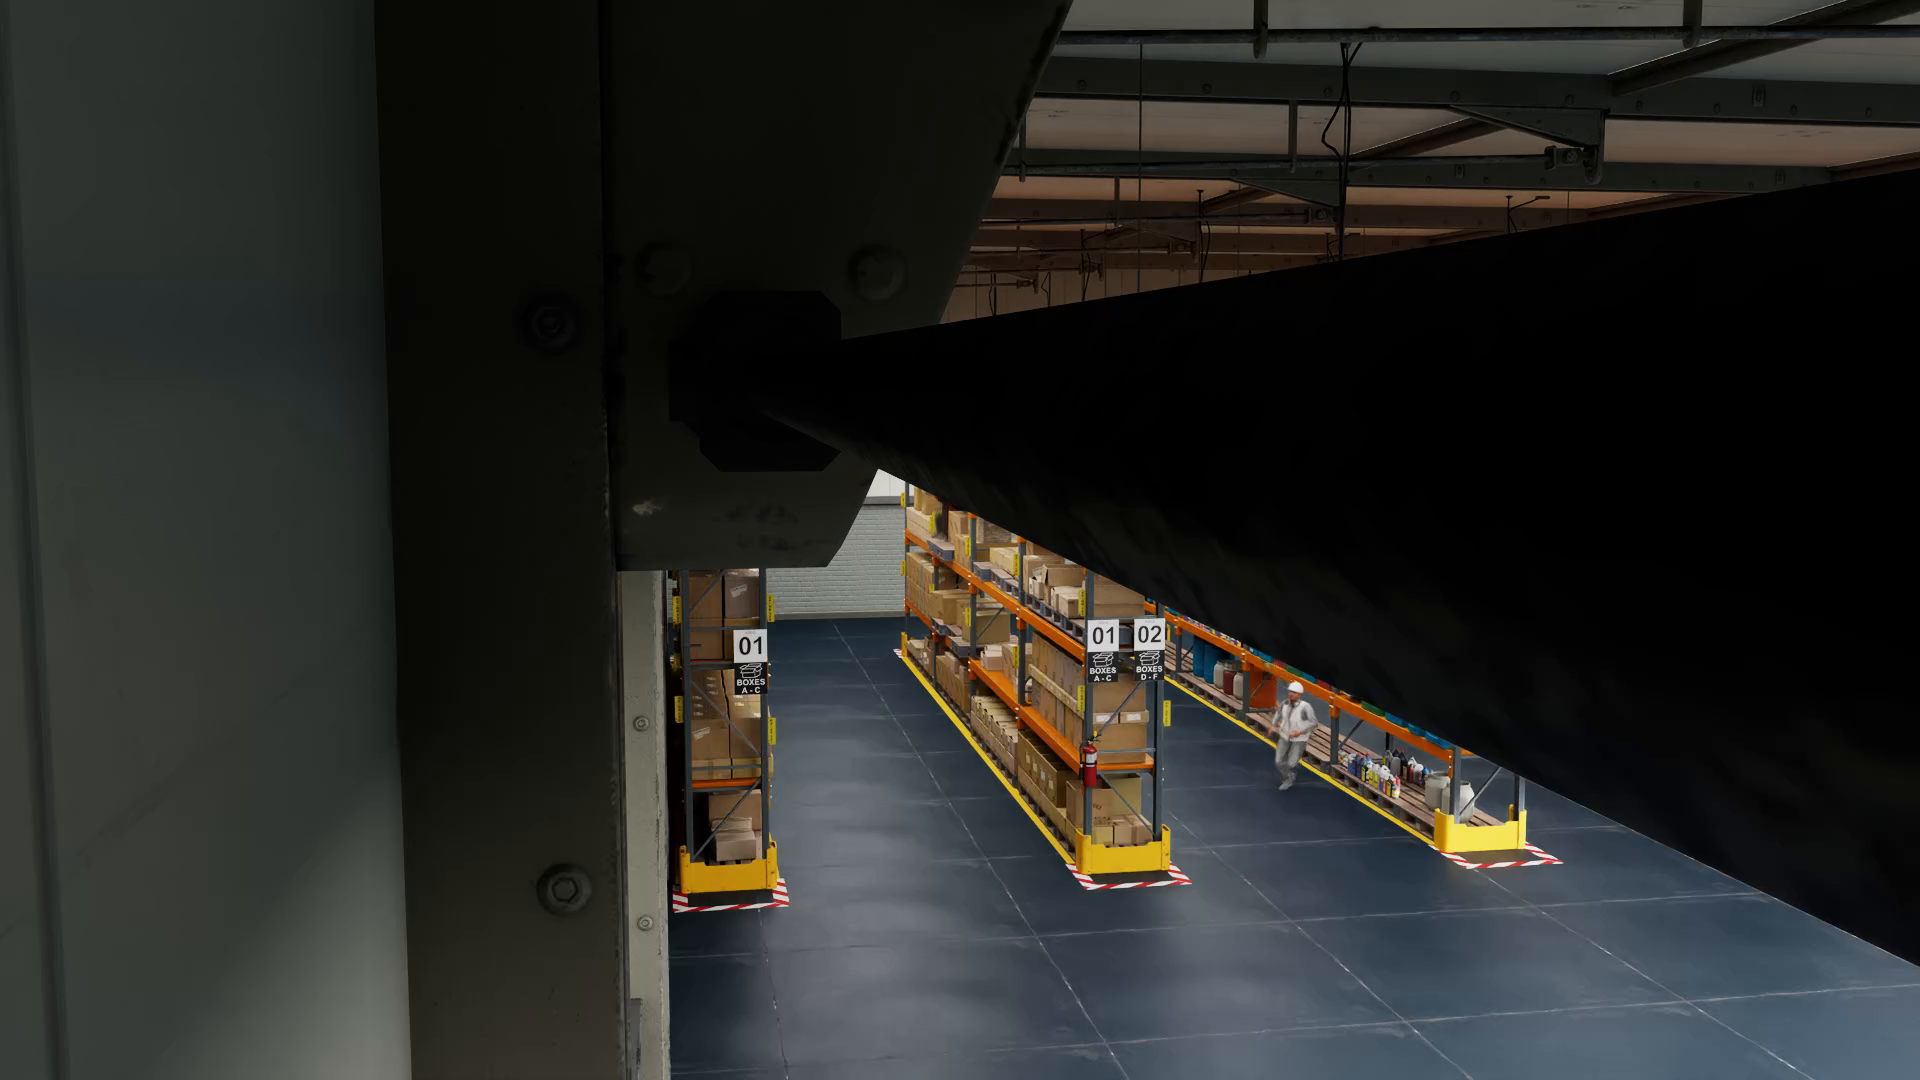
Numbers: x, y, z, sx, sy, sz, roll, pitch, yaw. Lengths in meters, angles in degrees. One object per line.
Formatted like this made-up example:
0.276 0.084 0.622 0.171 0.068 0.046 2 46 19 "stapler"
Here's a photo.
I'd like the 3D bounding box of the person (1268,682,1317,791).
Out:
4.992 2.940 24.870 0.719 1.683 0.520 4 7 31 "person"
